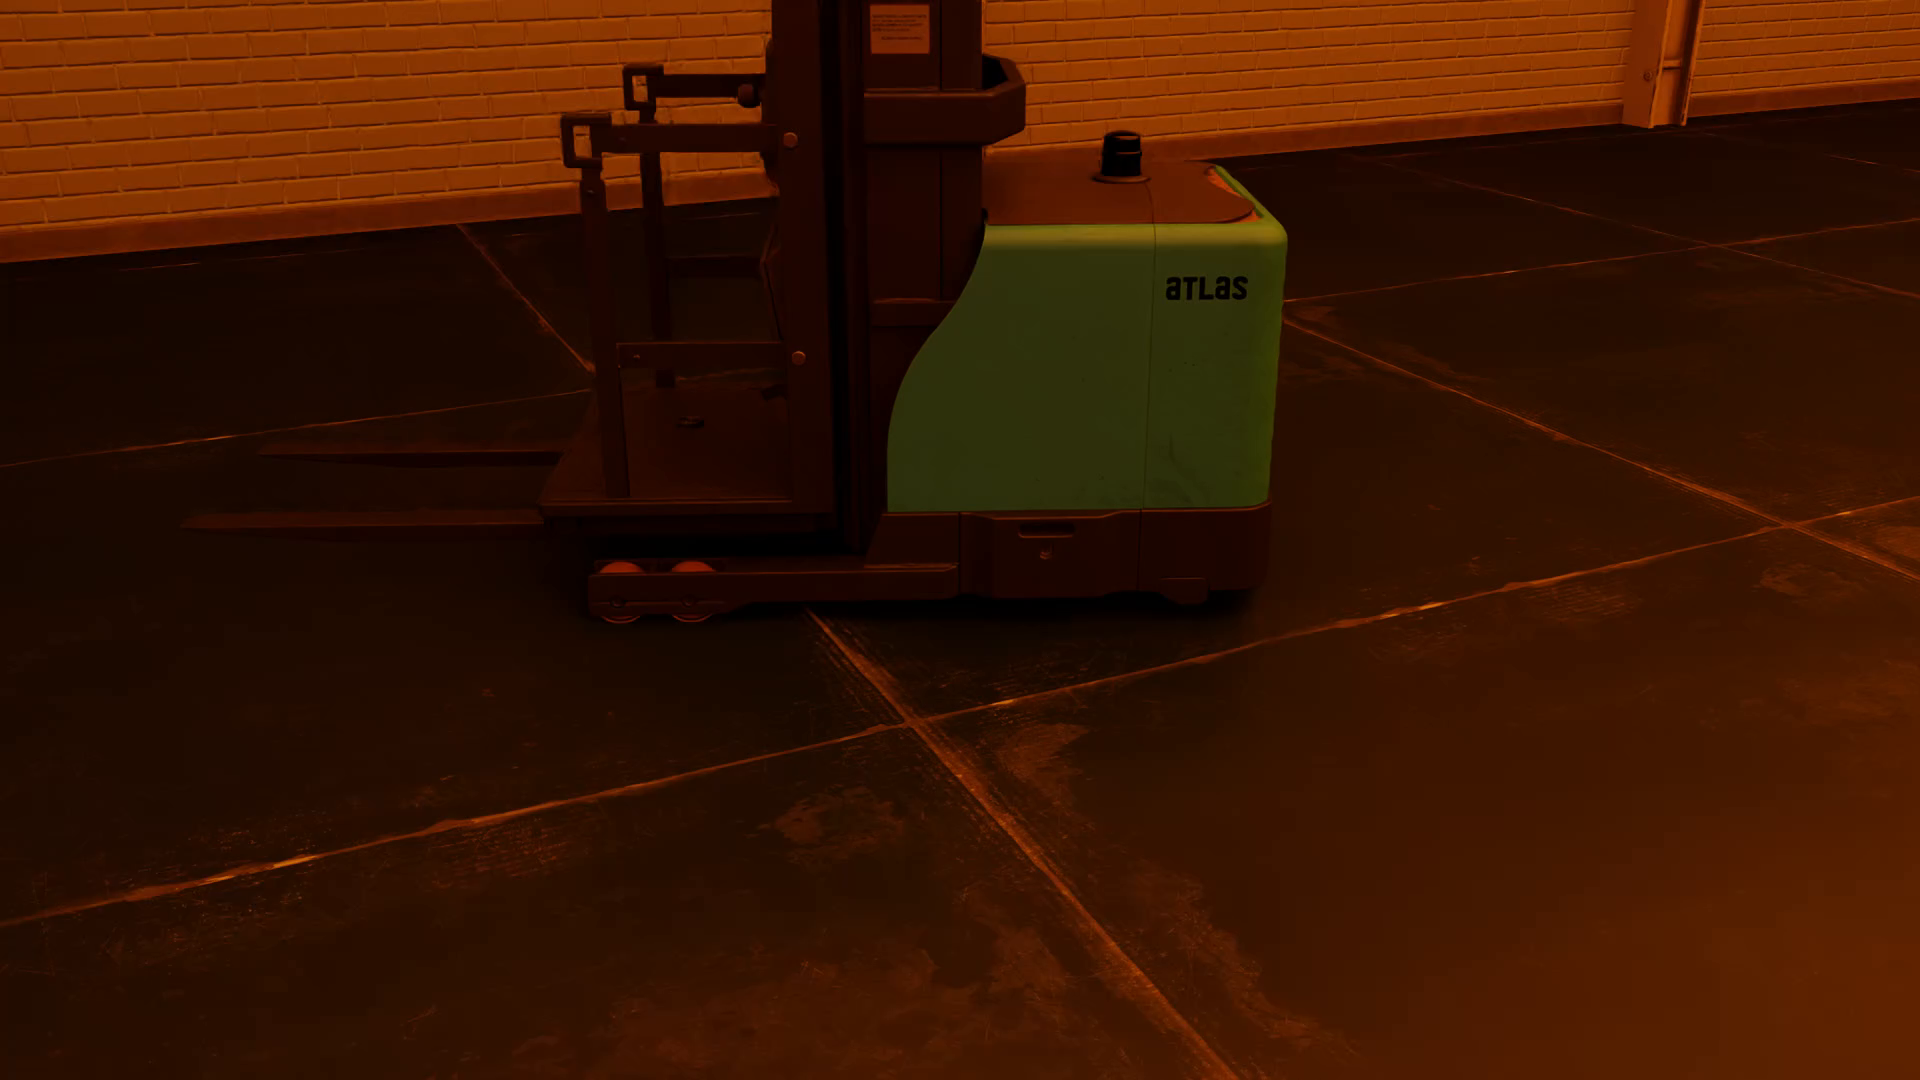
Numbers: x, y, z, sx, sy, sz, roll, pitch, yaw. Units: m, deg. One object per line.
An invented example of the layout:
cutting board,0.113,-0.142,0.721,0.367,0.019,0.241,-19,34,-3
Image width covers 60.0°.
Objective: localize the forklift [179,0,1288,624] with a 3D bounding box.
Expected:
forklift,-0.666,-1.330,4.489,3.031,2.935,1.130,-1,23,-2
